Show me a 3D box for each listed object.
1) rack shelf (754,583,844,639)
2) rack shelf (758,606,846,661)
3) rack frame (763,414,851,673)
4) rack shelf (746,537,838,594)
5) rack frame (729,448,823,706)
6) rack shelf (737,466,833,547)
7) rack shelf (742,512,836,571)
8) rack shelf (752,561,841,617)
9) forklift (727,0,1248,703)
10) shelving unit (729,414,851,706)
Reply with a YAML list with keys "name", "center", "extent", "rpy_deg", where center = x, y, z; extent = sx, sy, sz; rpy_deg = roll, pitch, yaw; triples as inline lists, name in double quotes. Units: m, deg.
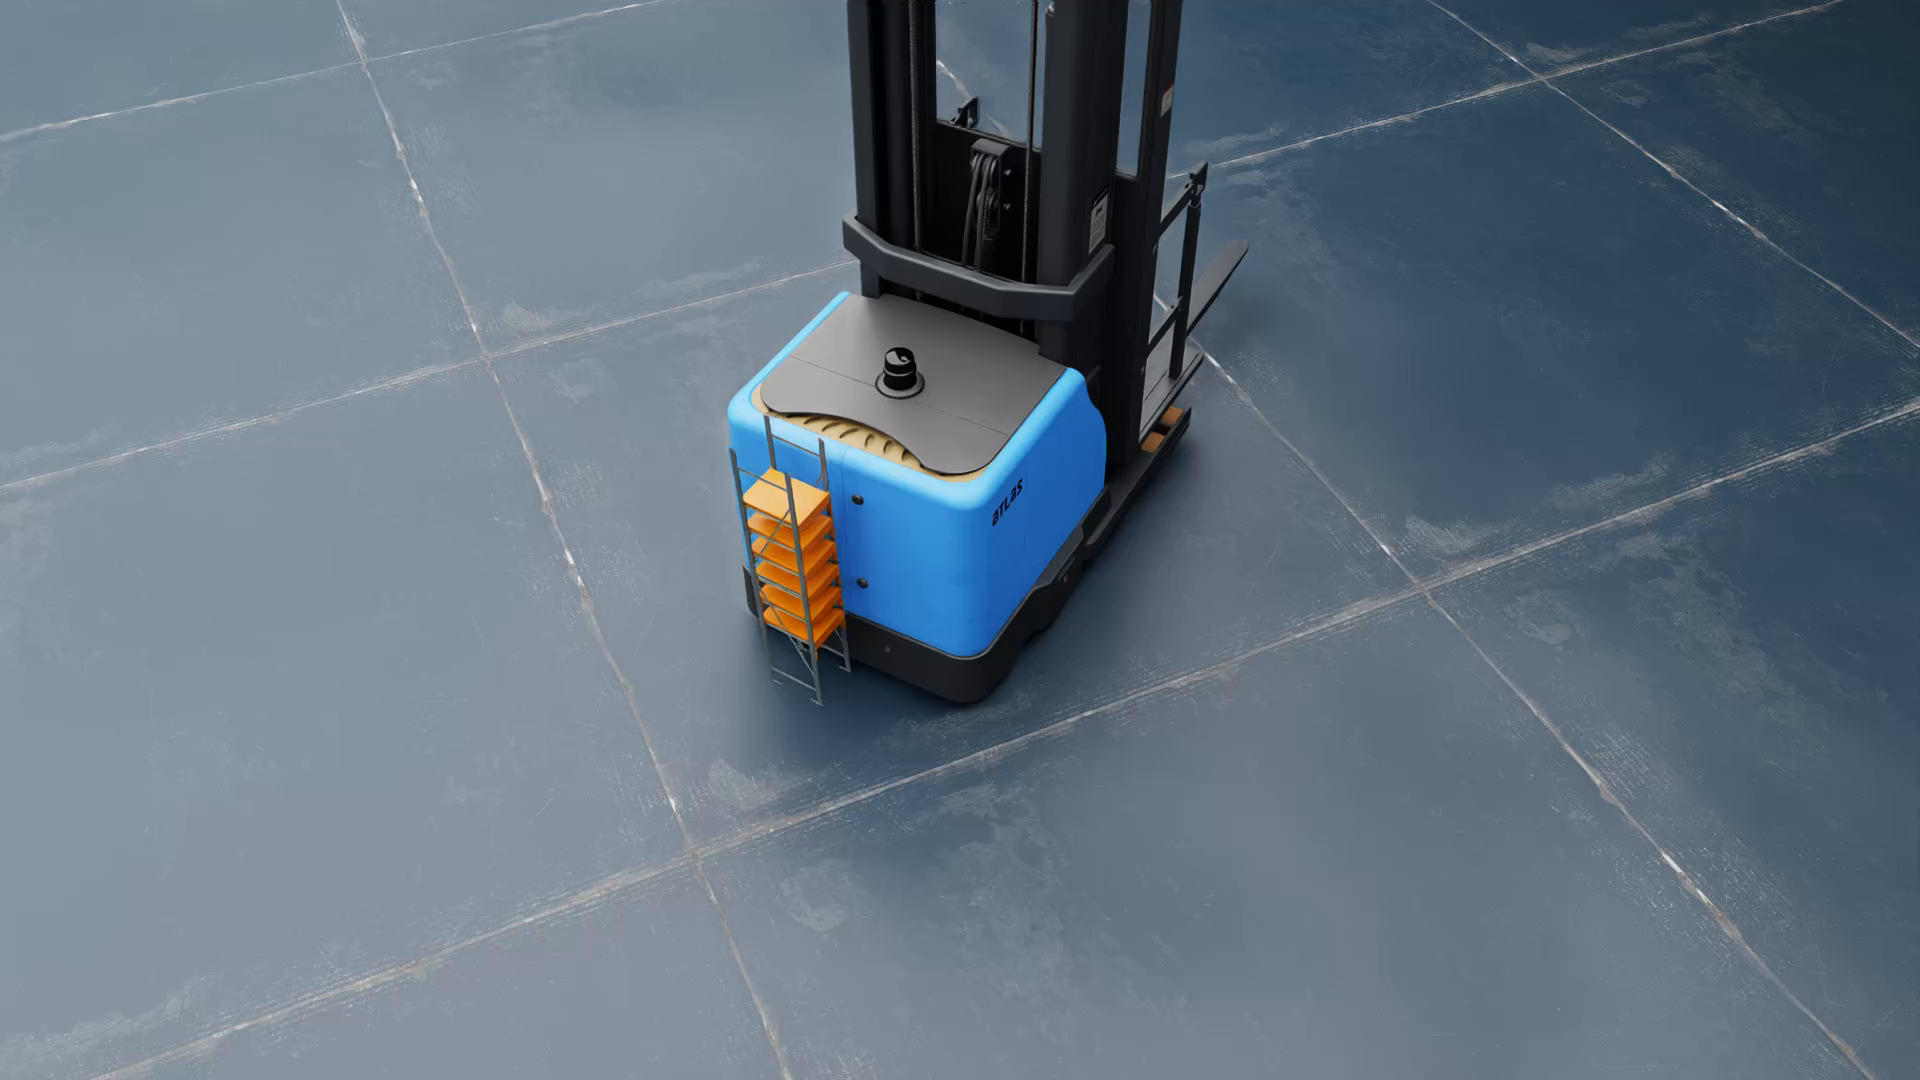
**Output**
- name: "rack shelf"
  center: [-0.570, 0.213, 5.908]
  extent: [0.258, 0.103, 0.180]
  rpy_deg: [24, 52, 22]
- name: "rack shelf"
  center: [-0.567, 0.294, 5.996]
  extent: [0.258, 0.103, 0.180]
  rpy_deg: [24, 52, 22]
- name: "rack frame"
  center: [-0.526, 0.043, 5.840]
  extent: [0.240, 1.200, 0.006]
  rpy_deg: [24, 52, 22]
- name: "rack shelf"
  center: [-0.577, 0.049, 5.732]
  extent: [0.258, 0.103, 0.180]
  rpy_deg: [24, 52, 22]
- name: "rack frame"
  center: [-0.623, 0.158, 5.736]
  extent: [0.240, 1.200, 0.006]
  rpy_deg: [24, 52, 22]
- name: "rack shelf"
  center: [-0.583, -0.115, 5.557]
  extent: [0.258, 0.103, 0.180]
  rpy_deg: [24, 52, 22]
- name: "rack shelf"
  center: [-0.580, -0.033, 5.645]
  extent: [0.258, 0.103, 0.180]
  rpy_deg: [24, 52, 22]
- name: "rack shelf"
  center: [-0.574, 0.131, 5.820]
  extent: [0.258, 0.103, 0.180]
  rpy_deg: [24, 52, 22]
- name: "forklift"
  center: [0.337, -1.480, 6.163]
  extent: [1.130, 2.935, 3.031]
  rpy_deg: [21, 48, 20]
- name: "shelving unit"
  center: [-0.575, 0.101, 5.788]
  extent: [0.258, 1.200, 0.189]
  rpy_deg: [24, 52, 22]
